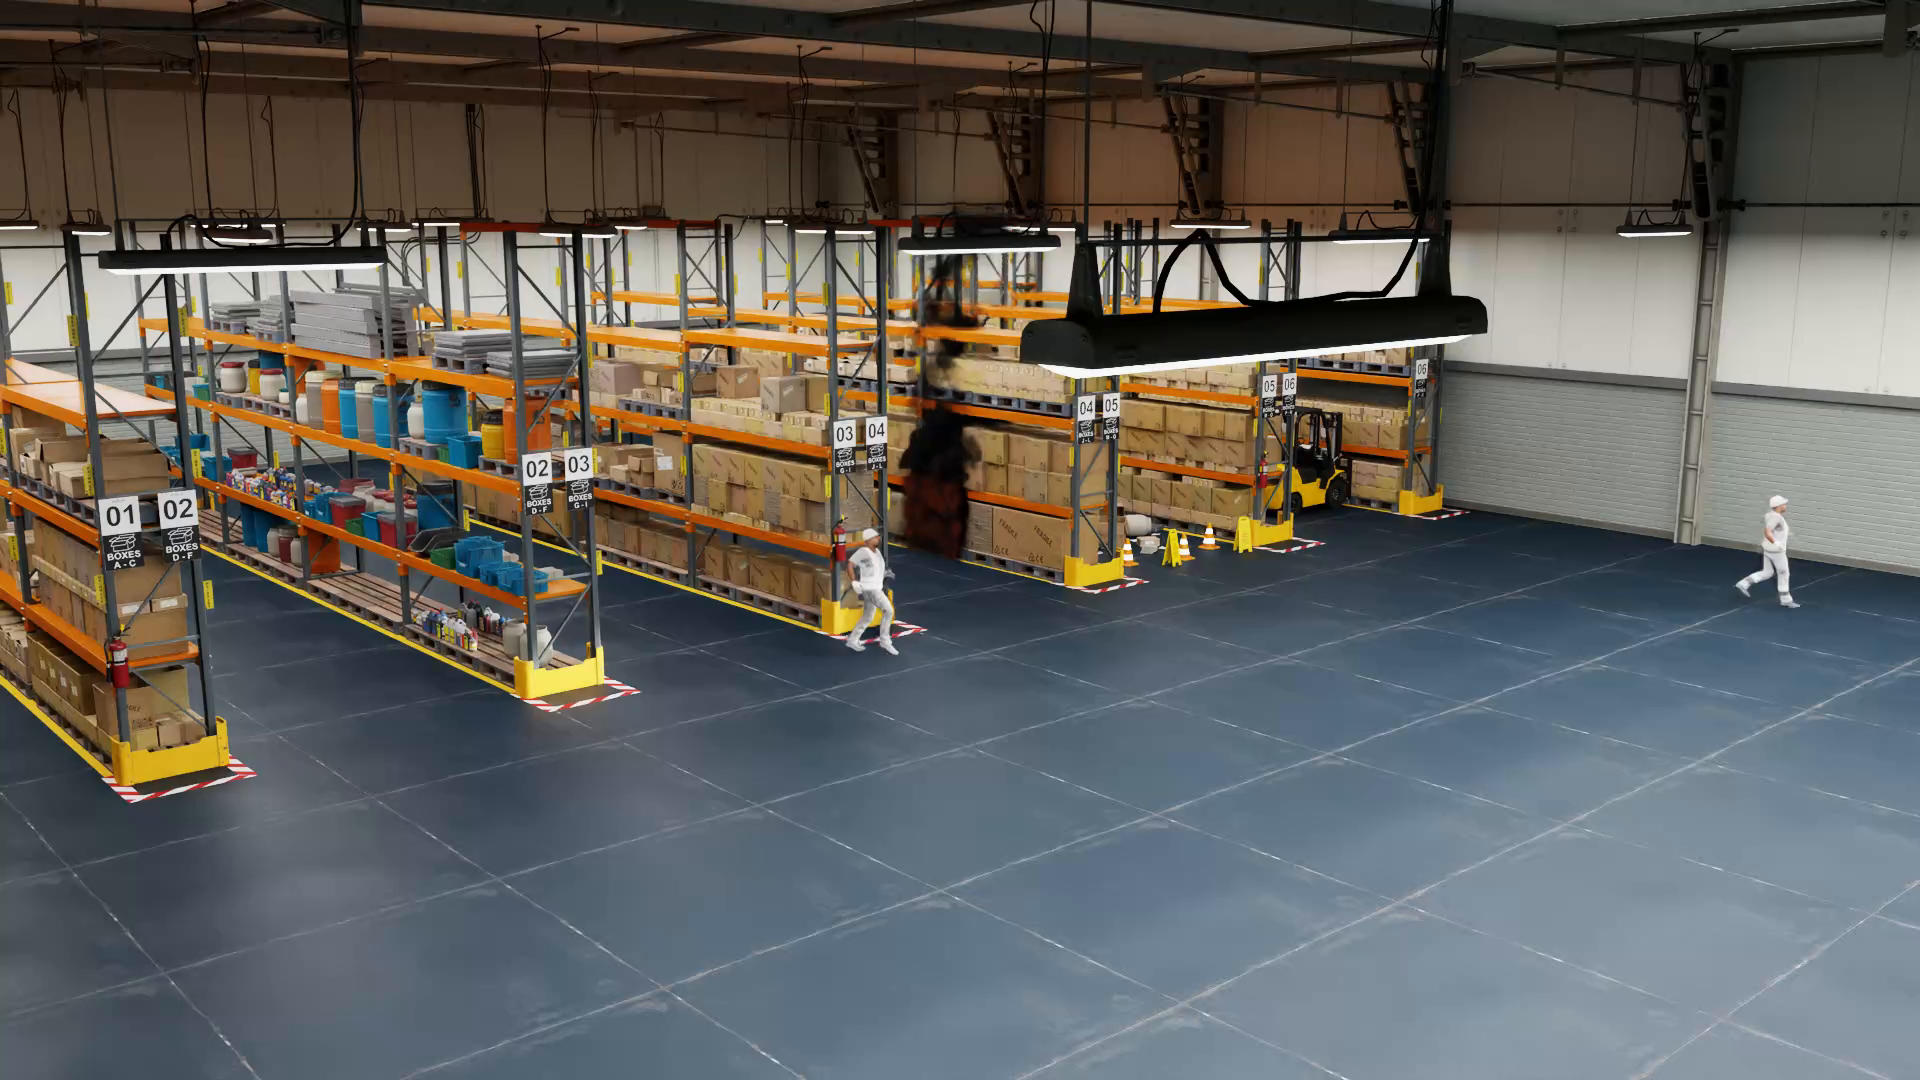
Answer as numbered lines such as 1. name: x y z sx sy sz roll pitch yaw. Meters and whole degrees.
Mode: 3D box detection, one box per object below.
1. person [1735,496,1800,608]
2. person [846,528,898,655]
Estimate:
1. person: 12.915 0.181 26.439 0.983 1.792 0.656 2 12 9
2. person: -1.236 0.719 23.805 0.773 1.765 0.702 2 12 8
